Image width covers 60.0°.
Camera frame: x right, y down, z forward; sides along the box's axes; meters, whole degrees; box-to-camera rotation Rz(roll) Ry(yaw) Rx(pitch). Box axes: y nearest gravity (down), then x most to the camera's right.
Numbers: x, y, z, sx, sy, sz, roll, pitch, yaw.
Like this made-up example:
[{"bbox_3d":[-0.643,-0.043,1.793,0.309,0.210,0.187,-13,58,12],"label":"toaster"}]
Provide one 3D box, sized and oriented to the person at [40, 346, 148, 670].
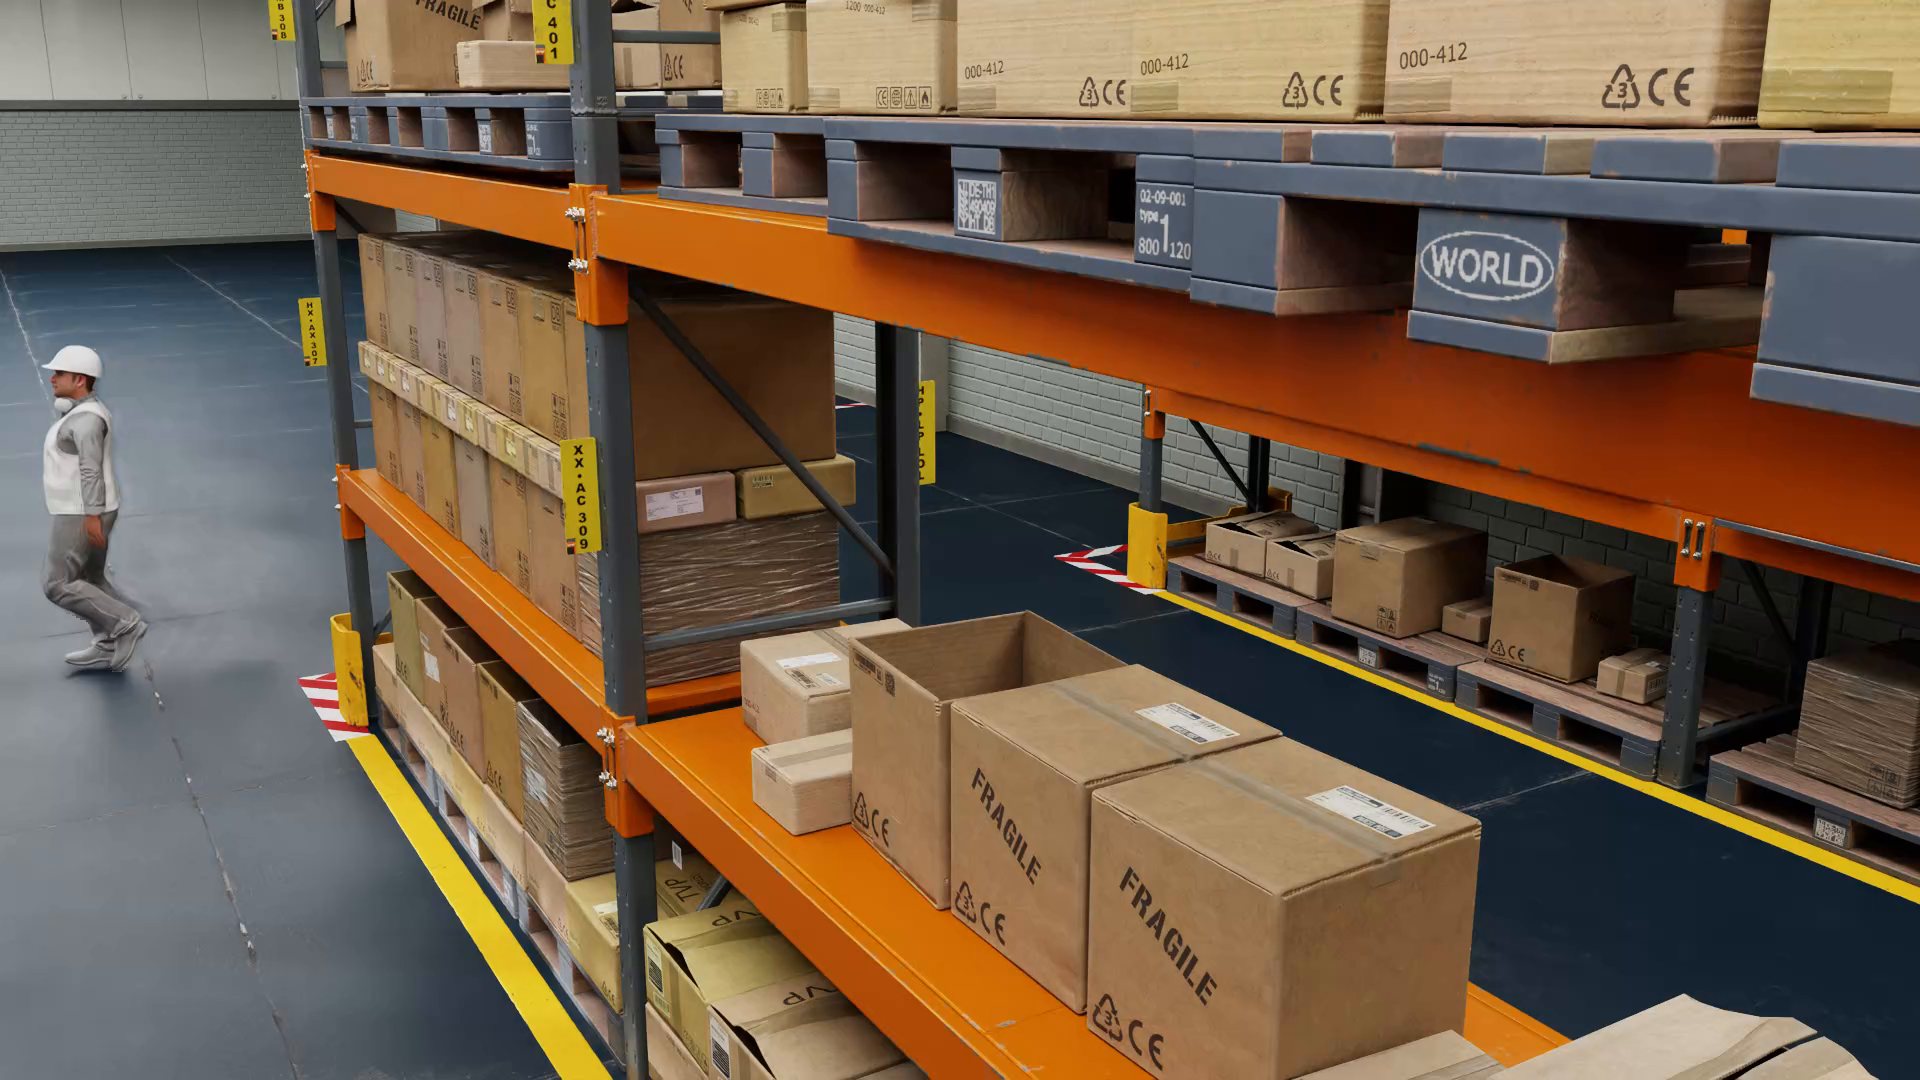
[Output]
[{"bbox_3d":[-4.735,-0.168,9.009,0.476,1.765,0.538,-6,16,-22],"label":"person"}]
